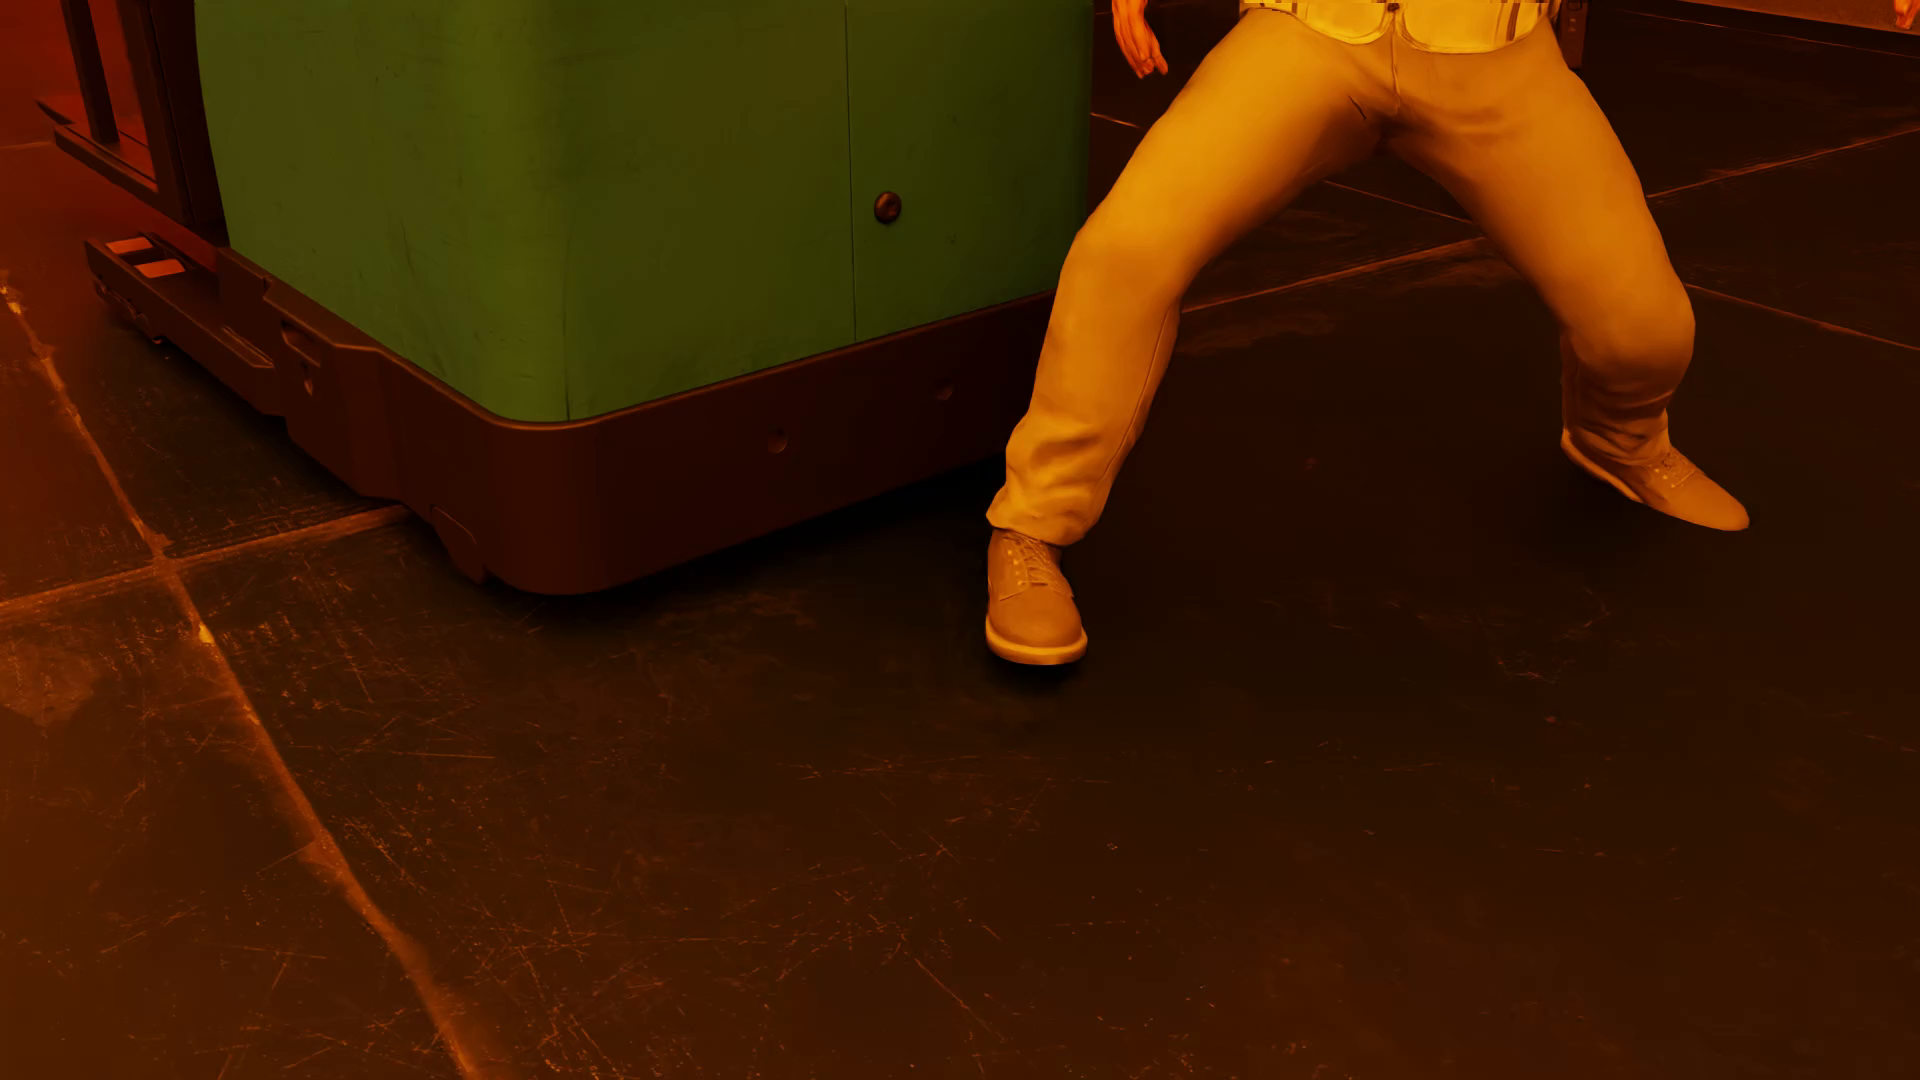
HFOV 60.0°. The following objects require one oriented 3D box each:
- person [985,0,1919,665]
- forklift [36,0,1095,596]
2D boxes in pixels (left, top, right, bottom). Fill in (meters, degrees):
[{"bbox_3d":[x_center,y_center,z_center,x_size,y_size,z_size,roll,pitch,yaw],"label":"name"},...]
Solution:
[{"bbox_3d":[0.616,-0.640,2.080,1.069,1.599,0.972,8,28,15],"label":"person"},{"bbox_3d":[-1.121,-1.821,2.862,1.130,2.935,3.031,-21,33,-35],"label":"forklift"}]
